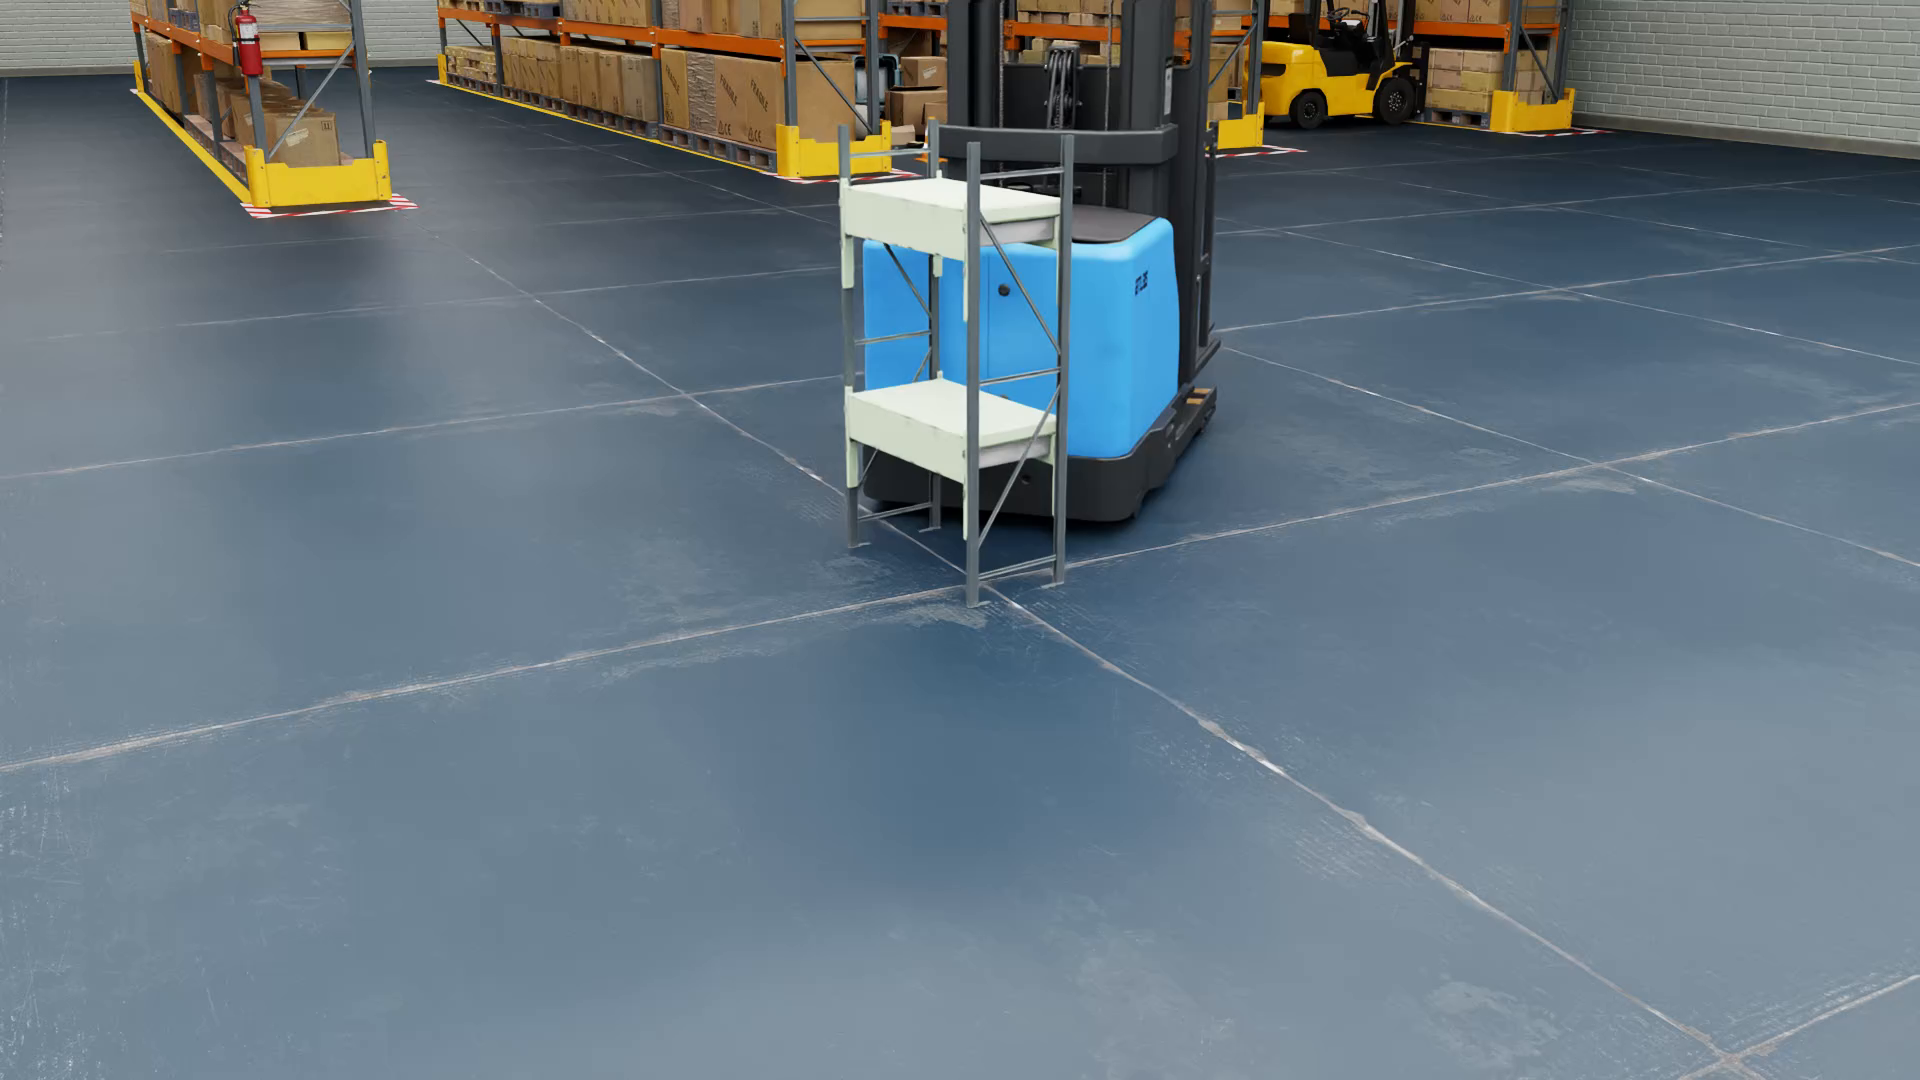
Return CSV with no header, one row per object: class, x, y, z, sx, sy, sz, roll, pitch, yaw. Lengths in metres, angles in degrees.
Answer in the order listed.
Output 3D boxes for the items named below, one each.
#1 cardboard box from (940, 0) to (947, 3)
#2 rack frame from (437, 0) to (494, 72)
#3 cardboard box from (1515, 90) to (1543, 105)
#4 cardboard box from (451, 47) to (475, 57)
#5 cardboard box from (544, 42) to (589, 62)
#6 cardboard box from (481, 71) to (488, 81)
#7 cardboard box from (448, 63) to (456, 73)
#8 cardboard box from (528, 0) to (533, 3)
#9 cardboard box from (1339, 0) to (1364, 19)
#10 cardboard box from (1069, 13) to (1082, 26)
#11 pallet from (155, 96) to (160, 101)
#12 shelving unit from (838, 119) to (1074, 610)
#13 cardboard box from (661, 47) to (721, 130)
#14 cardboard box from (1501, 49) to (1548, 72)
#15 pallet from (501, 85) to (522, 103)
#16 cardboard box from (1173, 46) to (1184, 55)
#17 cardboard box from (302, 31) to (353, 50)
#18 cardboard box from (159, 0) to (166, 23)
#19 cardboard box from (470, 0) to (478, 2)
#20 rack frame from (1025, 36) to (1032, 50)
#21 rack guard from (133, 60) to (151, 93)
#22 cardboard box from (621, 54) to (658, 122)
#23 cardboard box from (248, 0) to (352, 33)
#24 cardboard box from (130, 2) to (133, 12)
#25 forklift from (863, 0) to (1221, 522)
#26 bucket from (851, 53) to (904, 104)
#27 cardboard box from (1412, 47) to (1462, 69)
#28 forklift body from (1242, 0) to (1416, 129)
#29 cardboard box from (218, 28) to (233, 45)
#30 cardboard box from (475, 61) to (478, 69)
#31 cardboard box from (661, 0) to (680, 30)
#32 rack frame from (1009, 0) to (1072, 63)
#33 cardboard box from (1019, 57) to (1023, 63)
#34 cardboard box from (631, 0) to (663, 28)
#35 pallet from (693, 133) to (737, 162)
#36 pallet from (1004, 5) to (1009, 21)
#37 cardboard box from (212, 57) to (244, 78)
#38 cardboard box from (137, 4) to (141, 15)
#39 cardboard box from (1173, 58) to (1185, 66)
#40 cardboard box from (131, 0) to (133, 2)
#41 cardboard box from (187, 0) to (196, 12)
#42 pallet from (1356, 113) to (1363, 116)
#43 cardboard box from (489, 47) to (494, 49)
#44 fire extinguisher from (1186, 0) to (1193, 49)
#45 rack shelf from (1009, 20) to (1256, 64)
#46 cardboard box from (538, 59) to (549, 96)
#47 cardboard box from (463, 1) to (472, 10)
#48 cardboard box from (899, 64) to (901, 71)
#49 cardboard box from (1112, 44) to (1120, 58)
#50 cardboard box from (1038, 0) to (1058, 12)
cardboard box,-0.065,-7.765,23.776,0.380,0.149,0.250,-9,21,-25
rack frame,-8.888,-9.779,29.873,1.000,3.000,0.127,-10,21,-27
cardboard box,7.323,-5.822,21.976,0.500,0.250,0.500,-10,21,-26
cardboard box,-8.695,-8.556,29.142,0.380,0.149,0.250,-10,21,-27
cardboard box,-5.645,-7.010,23.886,0.500,0.250,0.500,-11,22,-28
cardboard box,-7.707,-7.695,27.560,0.380,0.149,0.250,-11,22,-28
cardboard box,-8.921,-8.430,29.690,0.380,0.149,0.250,-10,21,-26
cardboard box,-5.967,-7.778,23.816,0.380,0.149,0.250,-10,21,-26
cardboard box,5.728,-7.633,23.499,0.500,0.500,0.500,-10,21,-26
cardboard box,1.585,-6.503,20.763,0.380,0.149,0.250,-10,21,-26
pallet,-12.277,-7.155,26.542,1.003,0.211,1.213,-10,21,-27
shelving unit,-0.026,-0.616,5.618,0.431,1.500,0.755,-13,23,-34
cardboard box,-2.953,-5.337,19.614,0.875,0.875,0.875,-10,21,-26
cardboard box,7.323,-6.291,21.802,0.500,0.250,0.500,-10,22,-27
pallet,-6.618,-7.090,26.353,1.003,0.211,1.213,-10,21,-27
cardboard box,3.870,-7.943,27.549,0.875,0.625,0.625,-9,21,-25
cardboard box,-5.629,-4.447,14.805,0.380,0.149,0.250,-10,21,-27
cardboard box,-10.186,-7.038,21.776,0.500,0.500,0.500,-10,22,-27
cardboard box,-7.713,-9.063,27.189,0.500,0.500,0.500,-11,22,-28
rack frame,1.686,-10.197,31.083,1.000,3.000,0.127,-10,21,-27
rack guard,-13.313,-7.865,28.159,1.175,0.500,0.348,-10,21,-27
cardboard box,-3.564,-5.634,20.665,1.050,0.750,0.750,-10,21,-27
cardboard box,-5.941,-4.797,14.825,0.875,0.500,0.500,-10,21,-27
cardboard box,-13.300,-8.695,27.116,0.380,0.149,0.250,-10,22,-27
forklift,0.559,-1.897,7.135,1.130,2.935,3.031,6,20,17
bucket,-1.096,-5.824,21.098,0.726,0.611,0.620,-3,9,-8
cardboard box,6.395,-6.496,22.397,0.500,0.250,0.500,-10,21,-26
forklift body,4.879,-6.612,21.997,2.313,2.155,1.214,-10,21,-27
cardboard box,-6.825,-4.792,15.806,0.380,0.149,0.250,-10,21,-27
cardboard box,-7.981,-8.051,28.135,0.380,0.149,0.250,-11,22,-29
cardboard box,-3.004,-6.301,19.564,0.875,0.550,0.550,-10,21,-27
rack frame,1.118,-7.130,22.196,1.000,3.000,0.127,-10,21,-27
cardboard box,1.163,-9.162,31.811,0.380,0.149,0.250,-11,22,-28
cardboard box,-3.673,-6.490,20.188,0.500,0.500,0.500,-10,21,-27
pallet,-2.314,-4.435,18.661,1.003,0.211,1.213,-10,21,-27
pallet,0.884,-7.281,22.929,1.003,0.211,1.213,-10,21,-27
cardboard box,-8.897,-5.786,20.308,0.500,0.250,0.500,-7,20,-21
cardboard box,-12.445,-8.179,25.620,0.380,0.149,0.250,-10,22,-28
cardboard box,2.408,-5.425,19.676,0.500,0.500,0.500,-10,21,-26
cardboard box,-13.058,-8.782,26.757,0.500,0.250,0.500,-10,22,-27
cardboard box,-8.507,-6.326,19.063,0.797,0.503,0.637,-8,20,-21
pallet,5.826,-6.347,24.202,1.003,0.211,1.213,-10,21,-27
cardboard box,-8.043,-8.579,29.209,0.380,0.149,0.250,-11,22,-29
fire extinguisher,2.667,-5.841,18.579,0.296,0.674,0.183,-10,21,-27
rack shelf,2.068,-6.216,20.650,1.077,0.370,4.000,-10,21,-27
cardboard box,-5.875,-6.798,24.421,0.500,0.500,0.500,-9,21,-24
cardboard box,-8.136,-8.996,27.987,0.380,0.149,0.250,-10,21,-26
cardboard box,-0.521,-7.071,25.410,0.950,0.372,0.625,-12,22,-30
cardboard box,2.058,-5.899,20.056,0.380,0.149,0.250,-10,21,-26
cardboard box,1.341,-7.008,21.233,0.500,0.500,0.500,-10,21,-27
